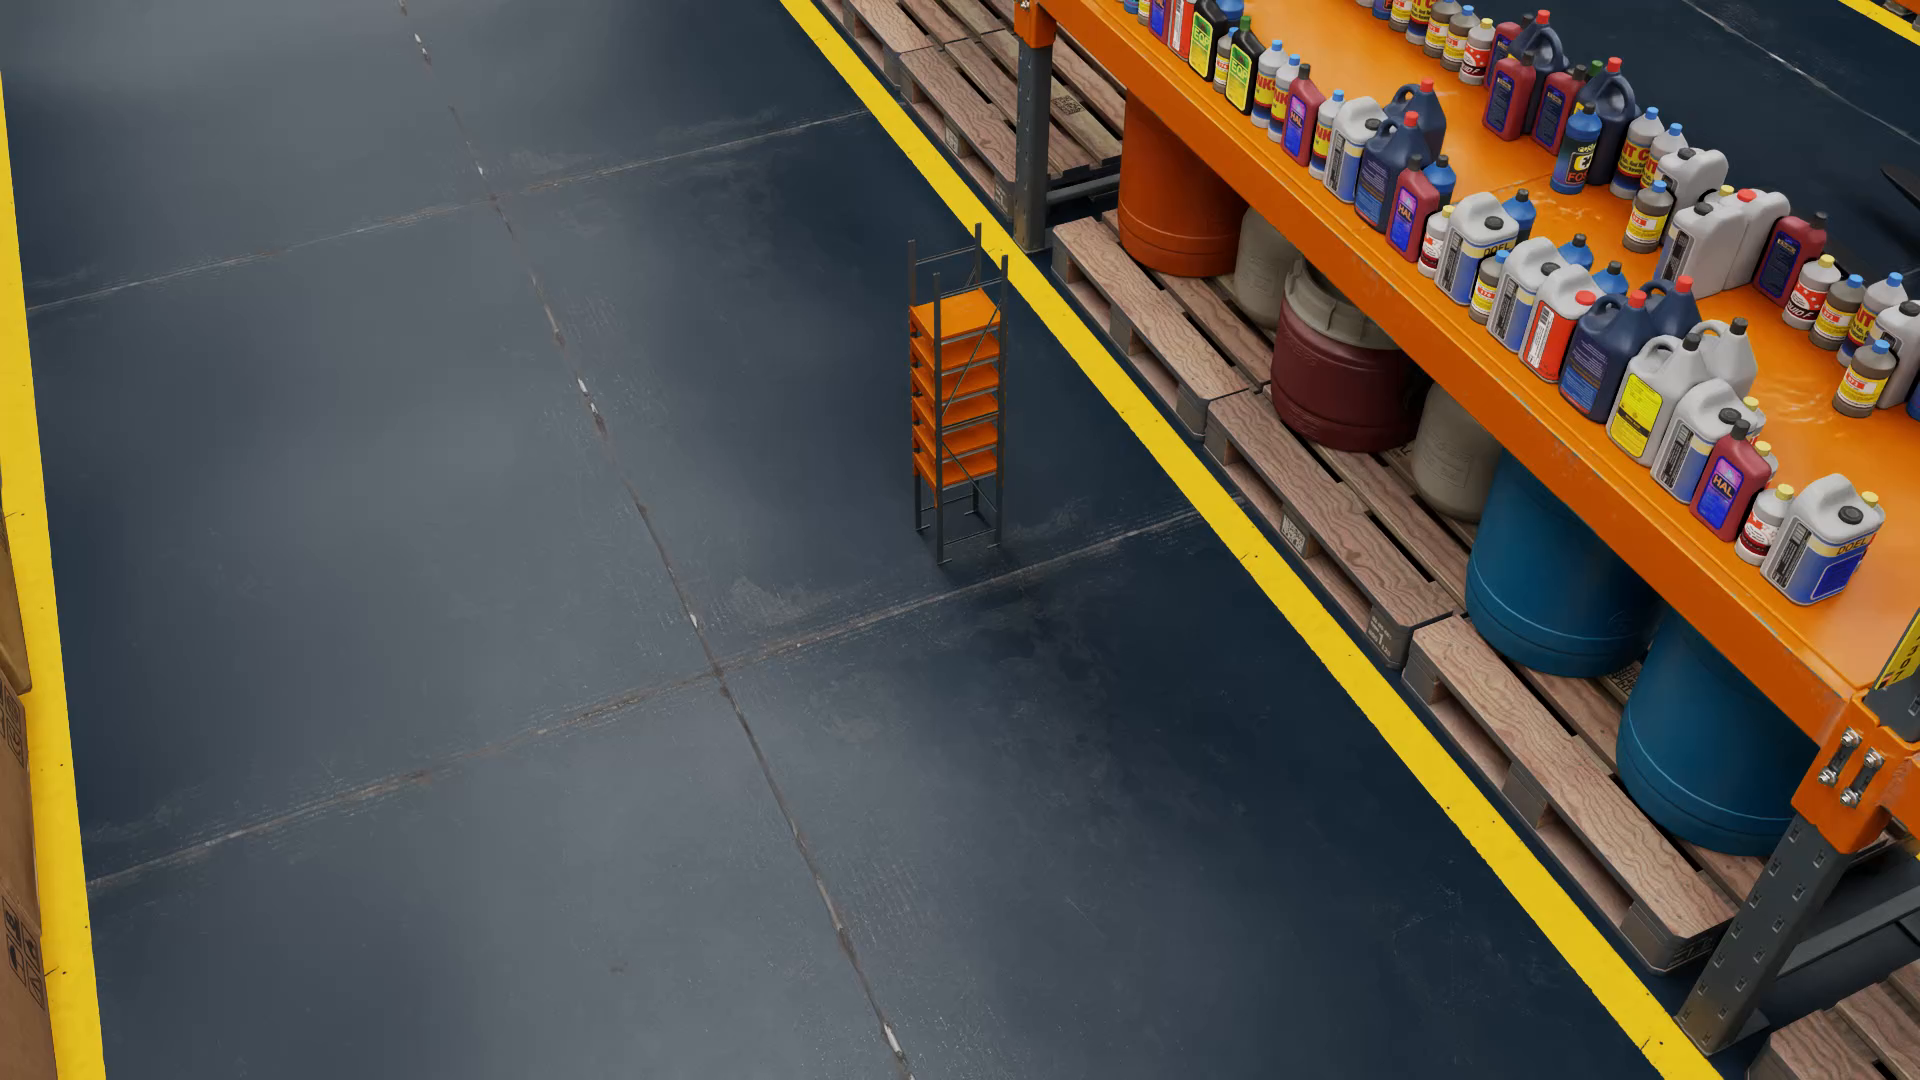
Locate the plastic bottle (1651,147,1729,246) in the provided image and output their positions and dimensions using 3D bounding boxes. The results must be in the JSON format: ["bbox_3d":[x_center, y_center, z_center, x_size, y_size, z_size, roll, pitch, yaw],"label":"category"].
[{"bbox_3d":[2.049,-0.993,4.709,0.152,0.276,0.135,-18,47,-17],"label":"plastic bottle"}]

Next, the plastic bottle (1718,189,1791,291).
[{"bbox_3d":[2.147,-0.845,4.559,0.152,0.276,0.135,-18,47,-17],"label":"plastic bottle"}]

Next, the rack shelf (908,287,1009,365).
[{"bbox_3d":[-0.006,-0.661,5.116,0.258,0.103,0.180,-18,47,-17],"label":"rack shelf"}]

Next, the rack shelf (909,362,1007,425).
[{"bbox_3d":[-0.006,-0.490,5.285,0.258,0.103,0.180,-18,47,-17],"label":"rack shelf"}]

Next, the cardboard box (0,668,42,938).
[{"bbox_3d":[-3.152,0.645,4.174,1.225,0.875,0.875,-18,47,-17],"label":"cardboard box"}]

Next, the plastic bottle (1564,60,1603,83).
[{"bbox_3d":[1.875,-1.336,5.052,0.061,0.283,0.133,-18,47,-17],"label":"plastic bottle"}]

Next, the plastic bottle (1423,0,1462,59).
[{"bbox_3d":[1.594,-1.702,5.481,0.097,0.201,0.097,0,45,0],"label":"plastic bottle"}]

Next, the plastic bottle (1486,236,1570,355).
[{"bbox_3d":[1.504,-0.643,4.354,0.152,0.276,0.135,-18,47,-17],"label":"plastic bottle"}]

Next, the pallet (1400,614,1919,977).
[{"bbox_3d":[2.098,0.597,4.995,1.003,0.211,1.213,-18,47,-17],"label":"pallet"}]

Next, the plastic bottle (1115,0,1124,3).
[{"bbox_3d":[0.592,-2.025,5.755,0.152,0.276,0.135,-18,47,-17],"label":"plastic bottle"}]

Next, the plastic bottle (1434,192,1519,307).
[{"bbox_3d":[1.406,-0.791,4.504,0.152,0.276,0.135,-18,47,-17],"label":"plastic bottle"}]

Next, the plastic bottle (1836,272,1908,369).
[{"bbox_3d":[2.358,-0.568,4.282,0.097,0.271,0.097,0,45,0],"label":"plastic bottle"}]

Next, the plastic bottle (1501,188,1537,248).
[{"bbox_3d":[1.511,-0.838,4.555,0.097,0.271,0.097,0,45,0],"label":"plastic bottle"}]

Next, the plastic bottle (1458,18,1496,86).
[{"bbox_3d":[1.676,-1.578,5.355,0.097,0.201,0.097,0,45,0],"label":"plastic bottle"}]

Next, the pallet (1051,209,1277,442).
[{"bbox_3d":[1.072,-0.958,6.571,1.003,0.211,1.213,-18,47,-17],"label":"pallet"}]

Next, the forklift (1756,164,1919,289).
[{"bbox_3d":[4.043,-1.390,5.072,1.130,2.935,3.031,-11,46,-11],"label":"forklift"}]

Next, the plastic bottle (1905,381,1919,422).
[{"bbox_3d":[2.456,-0.421,4.132,0.097,0.271,0.097,0,45,0],"label":"plastic bottle"}]

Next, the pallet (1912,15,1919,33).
[{"bbox_3d":[5.478,-2.422,8.054,1.003,0.211,1.213,-18,47,-17],"label":"pallet"}]

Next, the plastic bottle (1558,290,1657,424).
[{"bbox_3d":[1.624,-0.481,4.137,0.144,0.351,0.185,-18,47,-17],"label":"plastic bottle"}]

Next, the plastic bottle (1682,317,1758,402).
[{"bbox_3d":[1.832,-0.406,4.061,0.144,0.351,0.185,-18,47,-17],"label":"plastic bottle"}]

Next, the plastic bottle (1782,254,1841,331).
[{"bbox_3d":[2.276,-0.668,4.432,0.097,0.201,0.097,0,45,0],"label":"plastic bottle"}]

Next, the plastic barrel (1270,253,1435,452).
[{"bbox_3d":[1.399,-0.705,5.747,0.600,0.588,0.708,-18,47,-17],"label":"plastic barrel"}]

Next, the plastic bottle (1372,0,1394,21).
[{"bbox_3d":[1.471,-1.913,5.645,0.097,0.271,0.097,0,45,0],"label":"plastic bottle"}]

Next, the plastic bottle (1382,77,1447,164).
[{"bbox_3d":[1.320,-1.196,4.861,0.144,0.351,0.185,-18,47,-17],"label":"plastic bottle"}]

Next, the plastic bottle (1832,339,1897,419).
[{"bbox_3d":[2.277,-0.413,4.174,0.097,0.201,0.097,0,45,0],"label":"plastic bottle"}]

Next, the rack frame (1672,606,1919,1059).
[{"bbox_3d":[2.385,0.108,3.505,1.000,3.000,0.127,-18,47,-17],"label":"rack frame"}]

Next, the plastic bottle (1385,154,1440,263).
[{"bbox_3d":[1.267,-0.927,4.637,0.061,0.283,0.133,-18,47,-17],"label":"plastic bottle"}]

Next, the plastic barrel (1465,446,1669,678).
[{"bbox_3d":[1.874,-0.097,4.908,0.600,0.901,0.708,-18,47,-17],"label":"plastic barrel"}]

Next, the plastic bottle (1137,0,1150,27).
[{"bbox_3d":[0.656,-1.855,5.636,0.097,0.201,0.097,0,45,0],"label":"plastic bottle"}]

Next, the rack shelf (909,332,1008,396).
[{"bbox_3d":[-0.006,-0.576,5.201,0.258,0.103,0.180,-18,47,-17],"label":"rack shelf"}]

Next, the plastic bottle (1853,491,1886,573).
[{"bbox_3d":[2.031,-0.025,3.781,0.097,0.201,0.097,0,45,0],"label":"plastic bottle"}]

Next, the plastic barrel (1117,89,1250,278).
[{"bbox_3d":[0.924,-1.511,6.392,0.600,0.830,0.708,-18,47,-17],"label":"plastic barrel"}]

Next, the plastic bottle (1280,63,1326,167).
[{"bbox_3d":[1.036,-1.278,4.993,0.061,0.283,0.133,-18,47,-17],"label":"plastic bottle"}]

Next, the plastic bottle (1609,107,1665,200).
[{"bbox_3d":[1.984,-1.135,4.856,0.097,0.271,0.097,0,45,0],"label":"plastic bottle"}]

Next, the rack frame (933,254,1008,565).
[{"bbox_3d":[0.032,-0.378,5.279,0.240,1.200,0.006,-18,47,-17],"label":"rack frame"}]

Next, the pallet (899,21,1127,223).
[{"bbox_3d":[0.412,-1.953,7.579,1.003,0.211,1.213,-18,47,-17],"label":"pallet"}]

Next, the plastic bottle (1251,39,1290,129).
[{"bbox_3d":[0.963,-1.415,5.140,0.097,0.271,0.097,0,45,0],"label":"plastic bottle"}]

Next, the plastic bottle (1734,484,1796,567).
[{"bbox_3d":[1.852,-0.042,3.799,0.097,0.201,0.097,0,45,0],"label":"plastic bottle"}]

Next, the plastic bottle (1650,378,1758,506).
[{"bbox_3d":[1.772,-0.236,3.942,0.152,0.276,0.135,-18,47,-17],"label":"plastic bottle"}]

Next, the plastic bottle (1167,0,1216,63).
[{"bbox_3d":[0.786,-1.730,5.456,0.152,0.276,0.135,-18,47,-17],"label":"plastic bottle"}]

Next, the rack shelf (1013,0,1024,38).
[{"bbox_3d":[-0.138,-3.459,7.632,1.077,0.370,4.000,-18,47,-17],"label":"rack shelf"}]

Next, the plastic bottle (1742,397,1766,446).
[{"bbox_3d":[1.878,-0.258,4.017,0.097,0.201,0.097,0,45,0],"label":"plastic bottle"}]

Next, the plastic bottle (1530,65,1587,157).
[{"bbox_3d":[1.819,-1.318,5.033,0.061,0.283,0.133,-18,47,-17],"label":"plastic bottle"}]

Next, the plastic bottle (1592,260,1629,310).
[{"bbox_3d":[1.666,-0.604,4.319,0.097,0.271,0.097,0,45,0],"label":"plastic bottle"}]

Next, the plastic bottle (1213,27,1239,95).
[{"bbox_3d":[0.866,-1.537,5.313,0.097,0.201,0.097,0,45,0],"label":"plastic bottle"}]

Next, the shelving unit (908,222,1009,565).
[{"bbox_3d":[-0.006,-0.436,5.338,0.258,1.200,0.189,-18,47,-17],"label":"shelving unit"}]

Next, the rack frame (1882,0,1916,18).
[{"bbox_3d":[5.199,-3.901,7.568,1.000,3.000,0.127,-18,47,-17],"label":"rack frame"}]

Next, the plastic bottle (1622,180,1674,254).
[{"bbox_3d":[1.944,-0.918,4.686,0.097,0.201,0.097,0,45,0],"label":"plastic bottle"}]

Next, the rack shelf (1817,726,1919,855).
[{"bbox_3d":[3.226,1.639,2.466,1.077,0.370,4.000,-18,47,-17],"label":"rack shelf"}]

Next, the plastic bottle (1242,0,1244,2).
[{"bbox_3d":[0.892,-1.753,5.532,0.097,0.201,0.097,0,45,0],"label":"plastic bottle"}]

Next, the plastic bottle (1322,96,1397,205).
[{"bbox_3d":[1.175,-1.142,4.860,0.152,0.276,0.135,-18,47,-17],"label":"plastic bottle"}]
